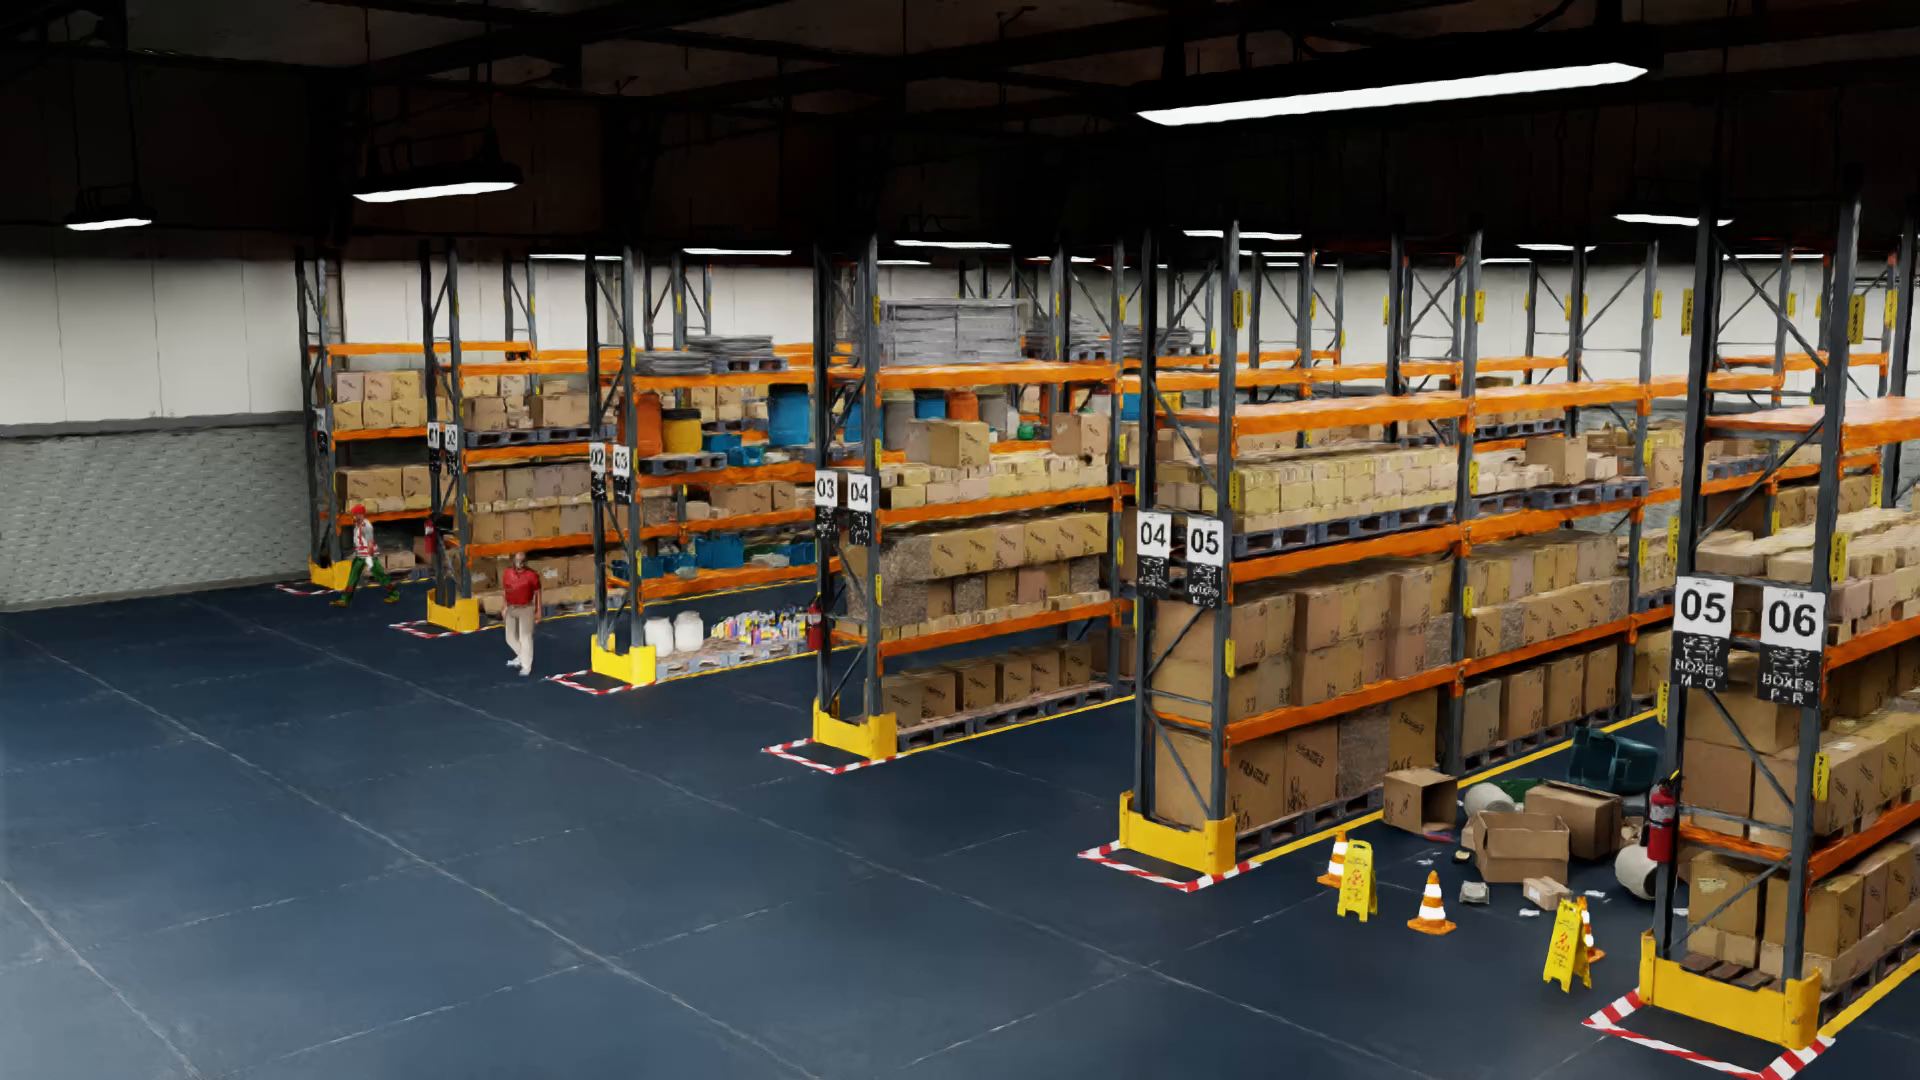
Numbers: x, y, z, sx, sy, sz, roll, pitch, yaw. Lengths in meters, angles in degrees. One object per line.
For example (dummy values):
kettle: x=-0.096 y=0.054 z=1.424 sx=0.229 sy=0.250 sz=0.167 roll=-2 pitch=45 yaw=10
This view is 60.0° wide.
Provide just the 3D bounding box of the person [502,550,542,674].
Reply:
person: x=-6.038 y=0.965 z=22.962 sx=0.601 sy=1.714 sz=0.567 roll=2 pitch=9 yaw=12

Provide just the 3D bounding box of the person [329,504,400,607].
person: x=-9.933 y=0.253 z=27.690 sx=1.128 sy=1.709 sz=0.549 roll=-8 pitch=12 yaw=-44
